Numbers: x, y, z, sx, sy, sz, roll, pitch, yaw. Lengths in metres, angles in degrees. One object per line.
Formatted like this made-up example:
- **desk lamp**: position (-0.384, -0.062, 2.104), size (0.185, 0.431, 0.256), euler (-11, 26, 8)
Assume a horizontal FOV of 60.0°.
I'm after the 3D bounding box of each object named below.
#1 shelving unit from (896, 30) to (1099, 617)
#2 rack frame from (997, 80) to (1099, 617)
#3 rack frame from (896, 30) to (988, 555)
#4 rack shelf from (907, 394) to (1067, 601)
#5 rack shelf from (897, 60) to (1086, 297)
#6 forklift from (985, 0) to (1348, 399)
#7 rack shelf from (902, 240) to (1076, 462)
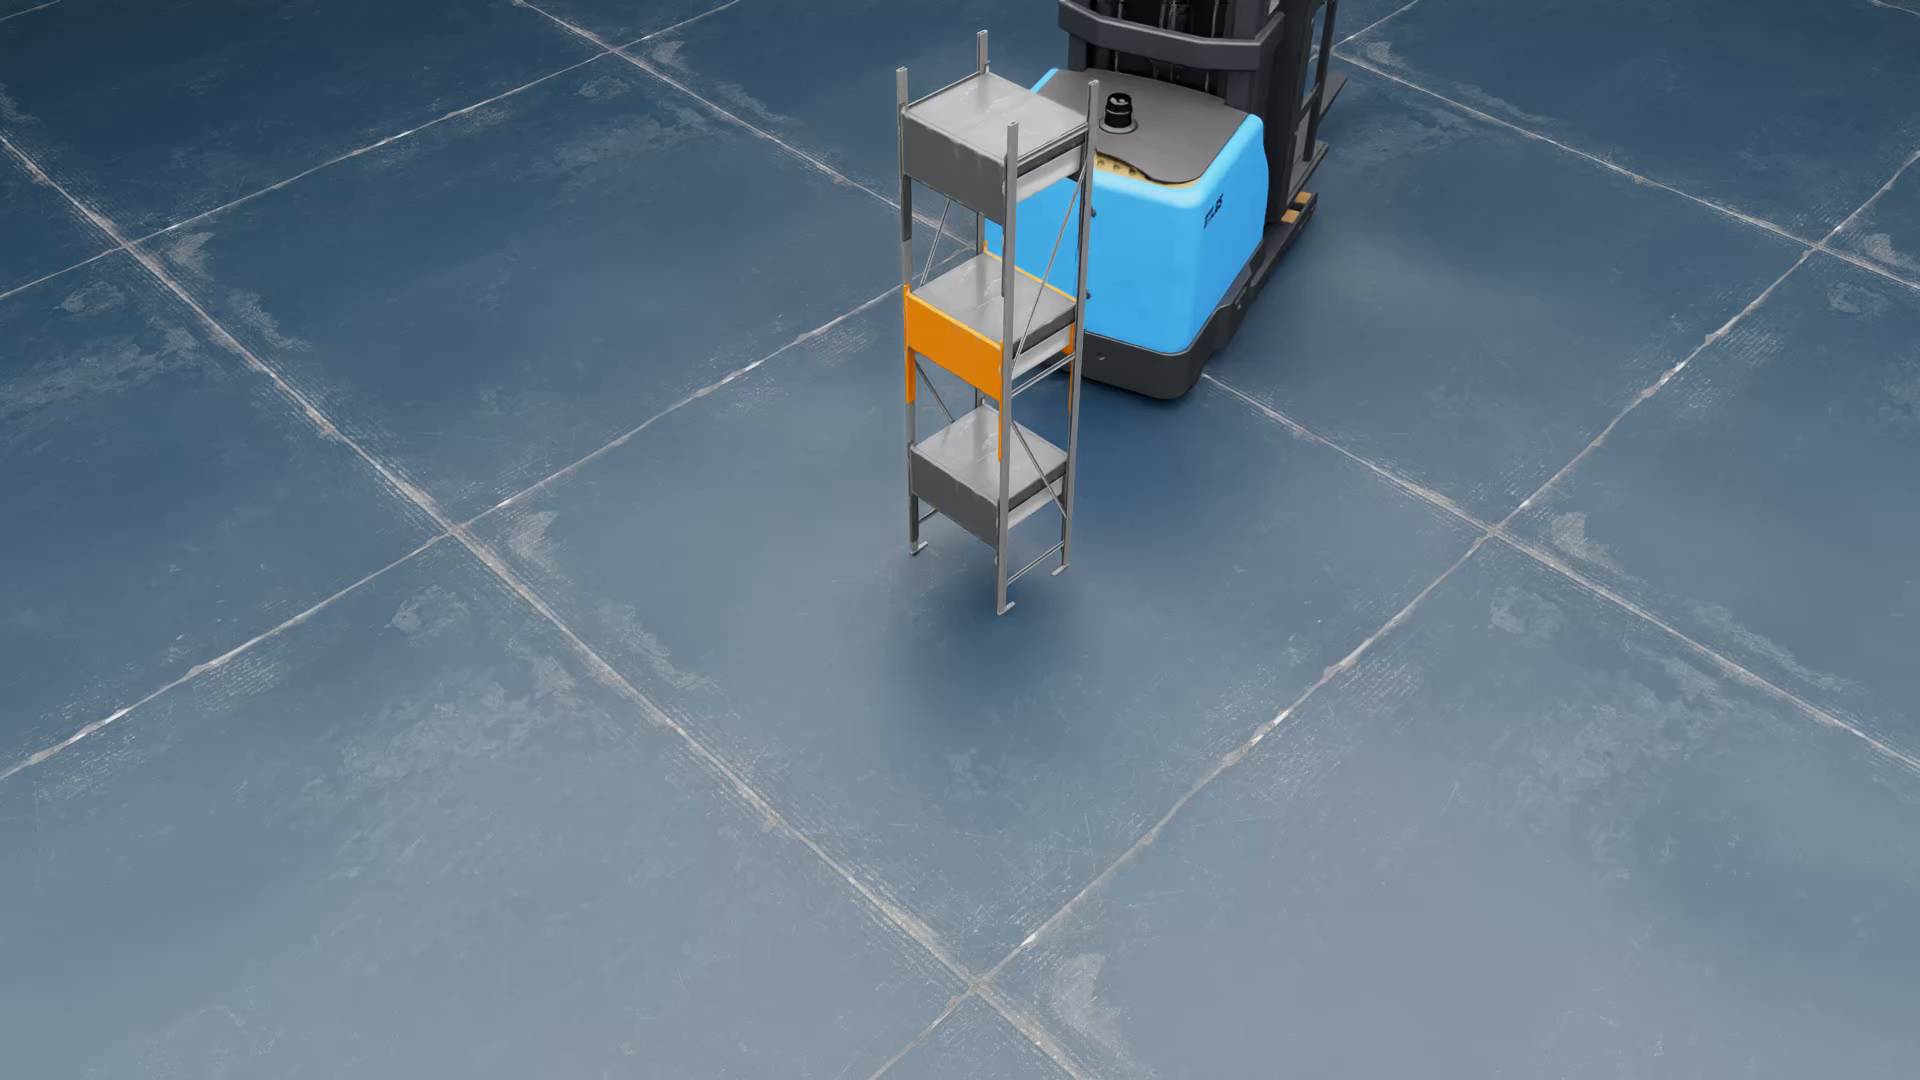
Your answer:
- **shelving unit**: position (0.117, -0.692, 5.951), size (0.431, 2.100, 0.503), euler (-34, 53, -31)
- **rack frame**: position (0.289, -0.574, 5.824), size (0.400, 2.100, 0.015), euler (-34, 53, -31)
- **rack frame**: position (-0.055, -0.809, 6.078), size (0.400, 2.100, 0.015), euler (-34, 53, -31)
- **rack shelf**: position (0.117, -0.168, 6.436), size (0.431, 0.518, 0.480), euler (-34, 53, -31)
- **rack shelf**: position (0.117, -1.196, 5.486), size (0.431, 0.518, 0.480), euler (-34, 53, -31)
- **forklift**: position (1.169, -2.695, 7.507), size (1.130, 2.935, 3.031), euler (19, 46, 19)
- **rack shelf**: position (0.117, -0.682, 5.961), size (0.431, 0.518, 0.480), euler (-34, 53, -31)
